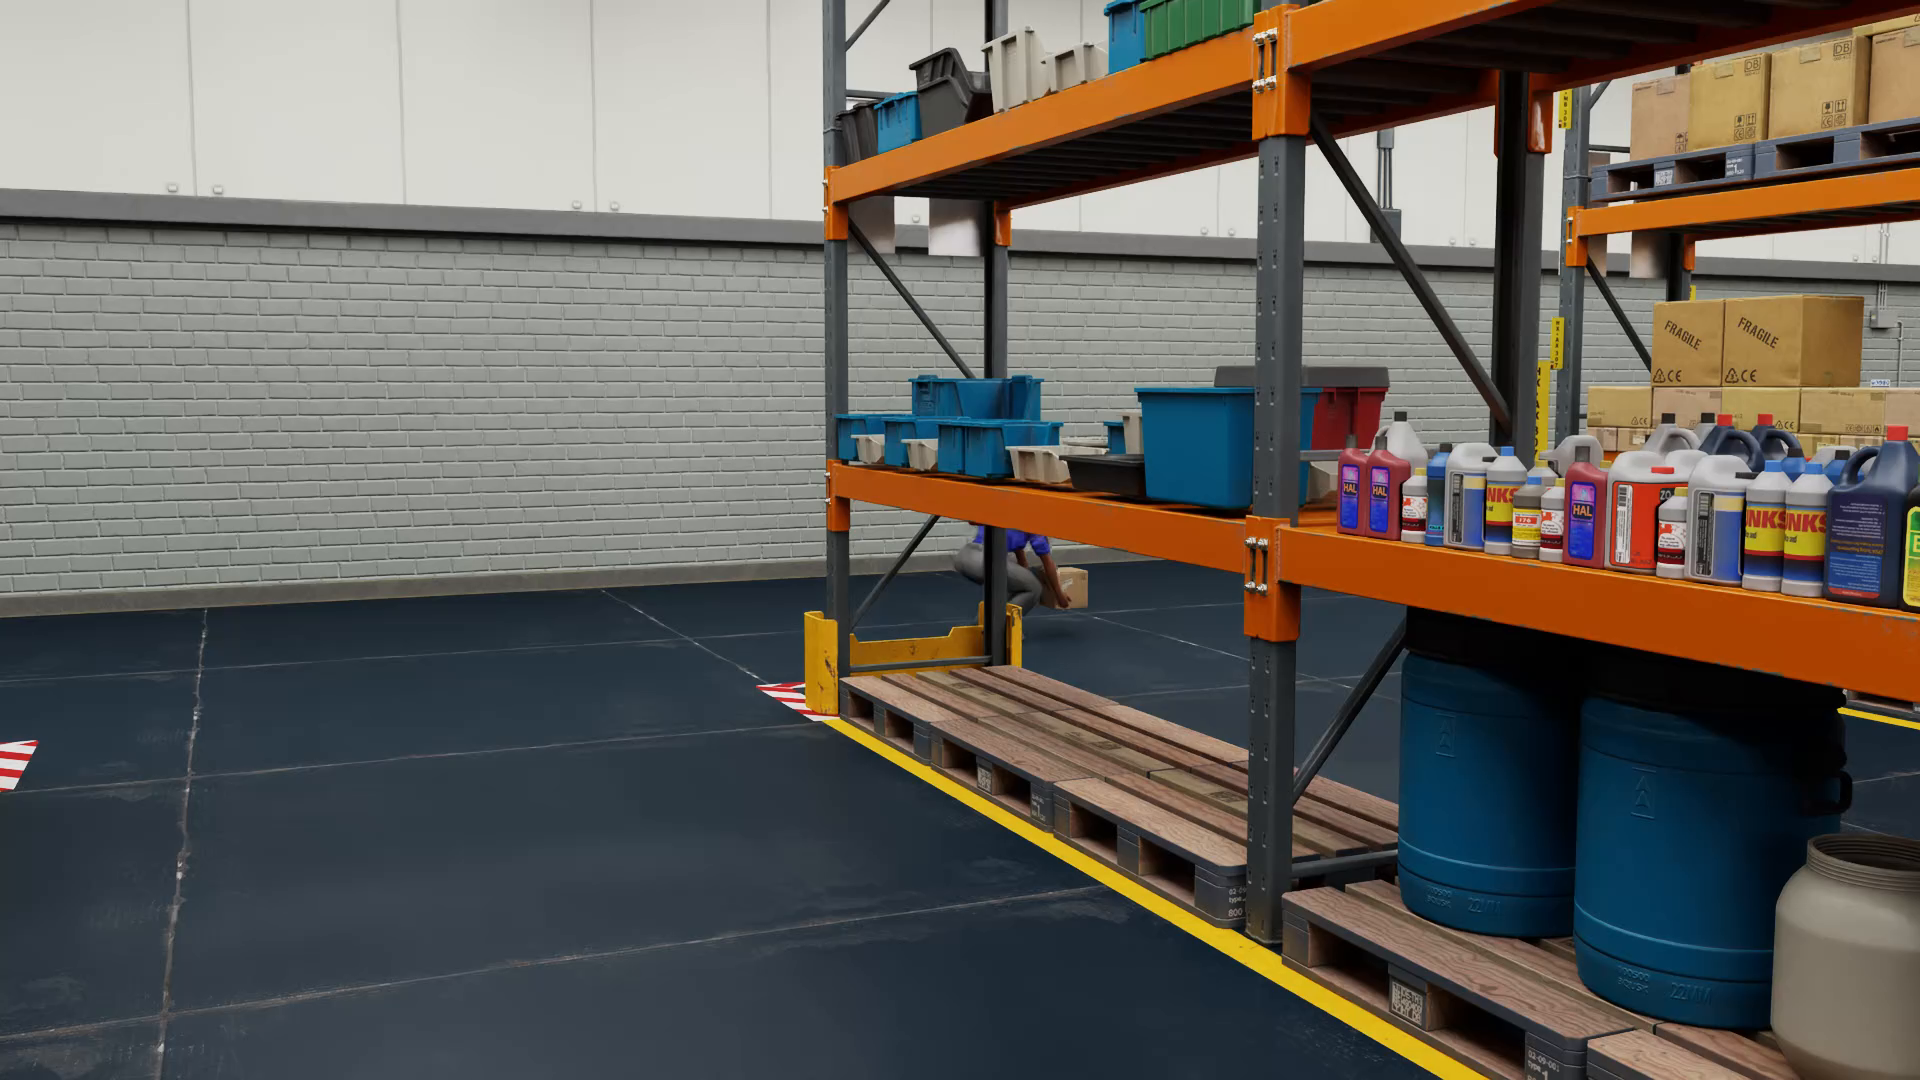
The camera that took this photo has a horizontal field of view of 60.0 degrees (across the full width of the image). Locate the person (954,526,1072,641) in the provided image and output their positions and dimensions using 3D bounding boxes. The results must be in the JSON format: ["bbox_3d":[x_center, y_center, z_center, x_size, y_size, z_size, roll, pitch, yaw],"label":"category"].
[{"bbox_3d":[0.335,0.169,11.212,0.786,1.006,0.484,-2,6,-24],"label":"person"}]
